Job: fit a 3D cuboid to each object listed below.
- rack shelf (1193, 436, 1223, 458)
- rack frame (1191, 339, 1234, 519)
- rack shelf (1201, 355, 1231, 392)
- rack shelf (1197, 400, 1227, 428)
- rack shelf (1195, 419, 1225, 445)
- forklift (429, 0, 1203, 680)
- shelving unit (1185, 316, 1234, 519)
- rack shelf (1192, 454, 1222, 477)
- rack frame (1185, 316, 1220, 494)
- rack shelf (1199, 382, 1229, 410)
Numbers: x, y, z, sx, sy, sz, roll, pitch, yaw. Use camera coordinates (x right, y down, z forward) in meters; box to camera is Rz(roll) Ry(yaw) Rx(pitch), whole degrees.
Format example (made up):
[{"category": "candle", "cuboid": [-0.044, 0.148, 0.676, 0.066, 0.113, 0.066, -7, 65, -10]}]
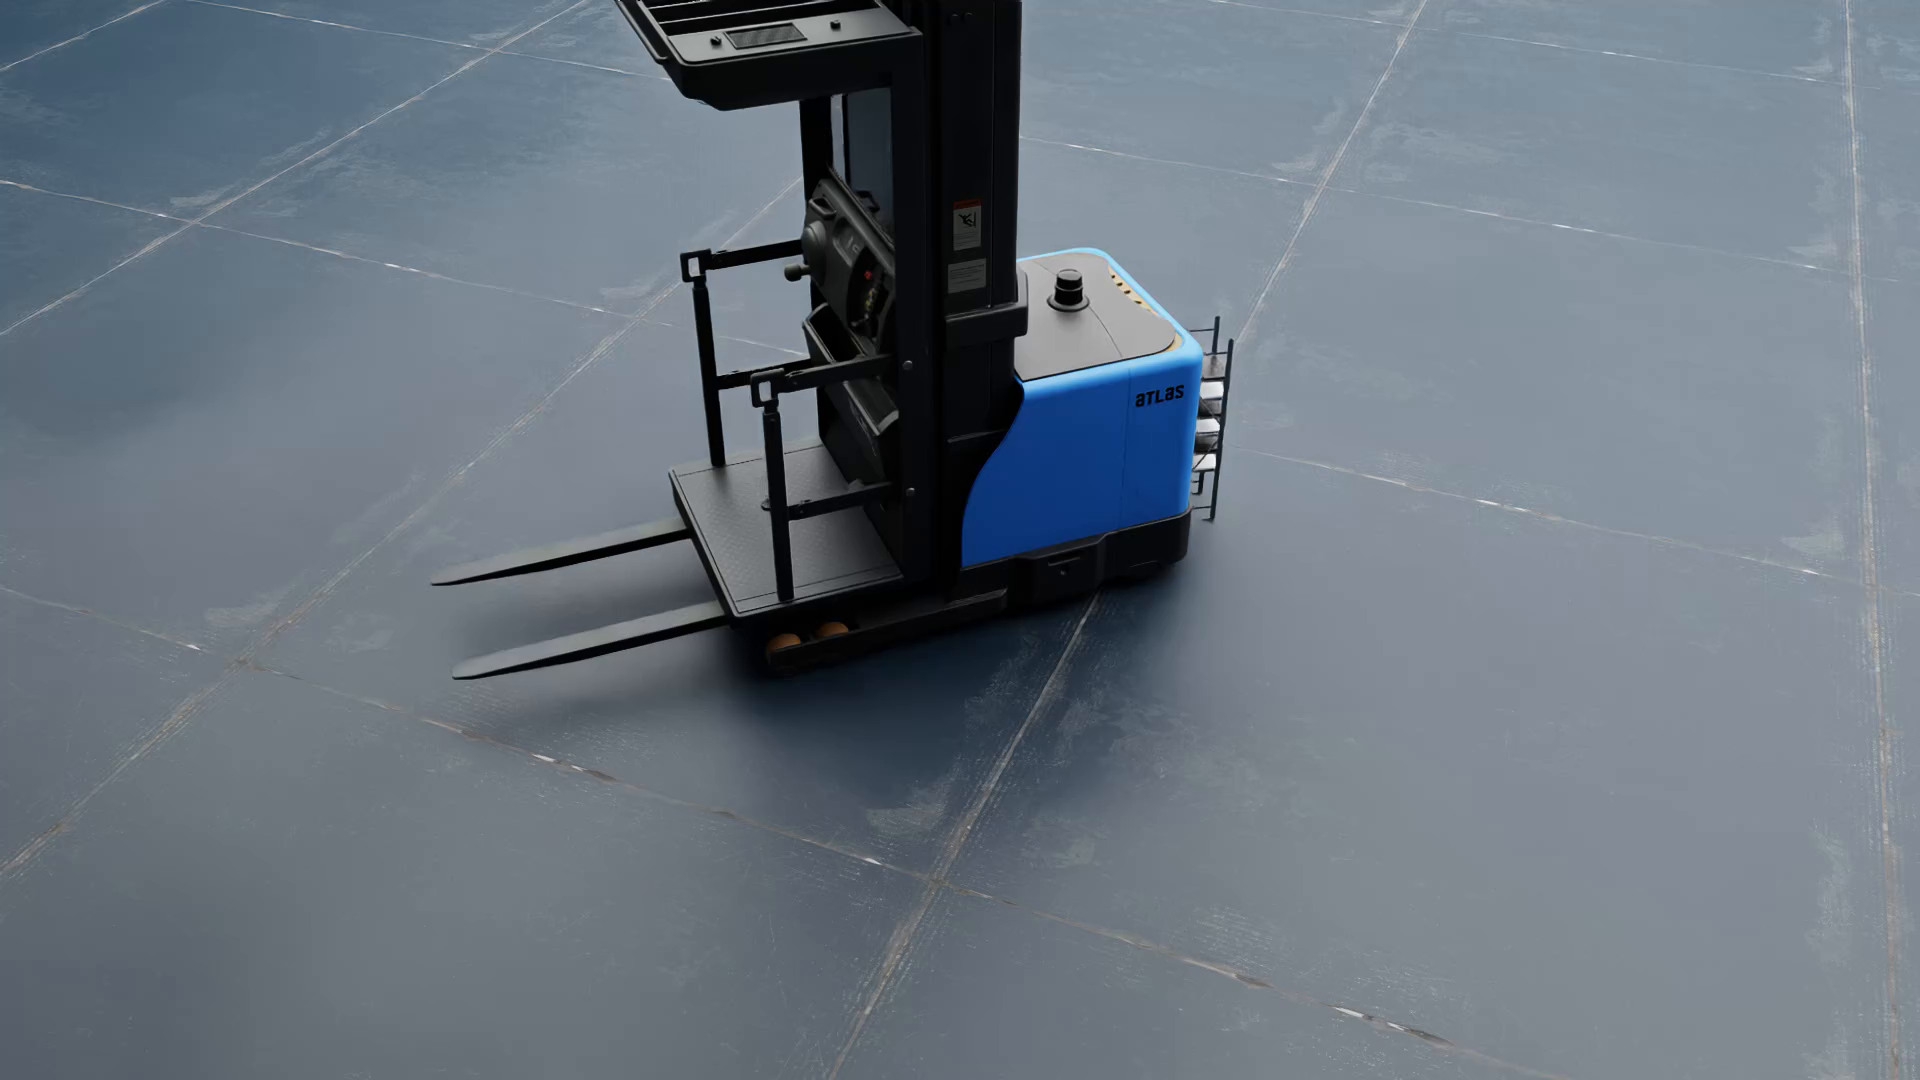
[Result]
[{"category": "rack shelf", "cuboid": [0.994, -0.411, 7.251, 0.258, 0.077, 0.200, -5, 36, -7]}, {"category": "rack frame", "cuboid": [1.010, -0.452, 7.097, 0.240, 0.900, 0.006, -5, 36, -7]}, {"category": "rack shelf", "cuboid": [0.994, -0.703, 7.040, 0.258, 0.077, 0.200, -5, 36, -7]}, {"category": "rack shelf", "cuboid": [0.994, -0.557, 7.145, 0.258, 0.077, 0.200, -5, 36, -7]}, {"category": "rack shelf", "cuboid": [0.994, -0.484, 7.198, 0.258, 0.077, 0.200, -5, 36, -7]}, {"category": "forklift", "cuboid": [-0.603, -0.999, 6.139, 3.031, 2.935, 1.130, -13, 39, -17]}, {"category": "shelving unit", "cuboid": [0.994, -0.511, 7.178, 0.258, 0.900, 0.210, -5, 36, -7]}, {"category": "rack shelf", "cuboid": [0.994, -0.338, 7.303, 0.258, 0.077, 0.200, -5, 36, -7]}, {"category": "rack frame", "cuboid": [0.979, -0.570, 7.260, 0.240, 0.900, 0.006, -5, 36, -7]}, {"category": "rack shelf", "cuboid": [0.994, -0.630, 7.093, 0.258, 0.077, 0.200, -5, 36, -7]}]
